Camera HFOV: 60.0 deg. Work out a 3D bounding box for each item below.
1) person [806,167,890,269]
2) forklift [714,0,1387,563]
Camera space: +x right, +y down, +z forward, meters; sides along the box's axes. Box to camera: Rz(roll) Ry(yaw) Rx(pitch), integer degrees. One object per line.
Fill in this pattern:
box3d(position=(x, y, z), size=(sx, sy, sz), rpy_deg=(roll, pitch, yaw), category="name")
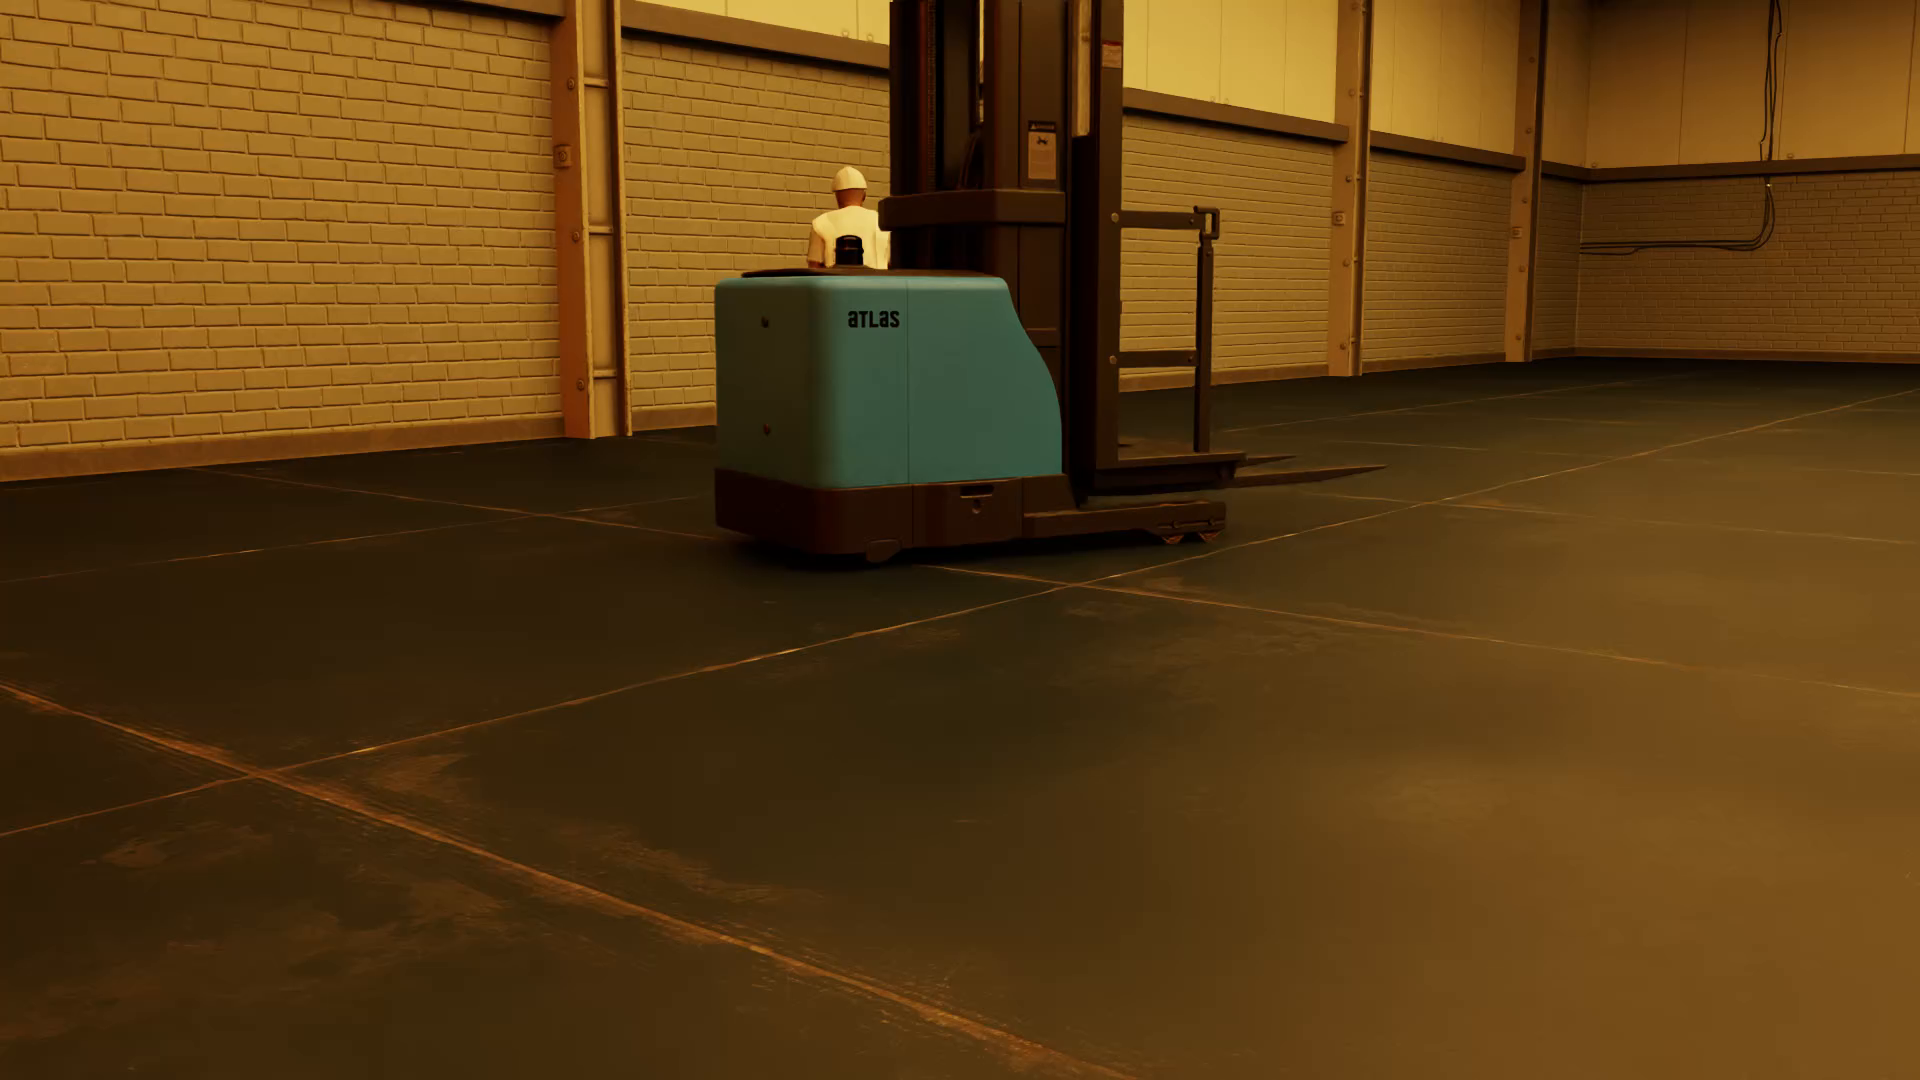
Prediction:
box3d(position=(-0.633, -1.356, 10.063), size=(0.617, 1.772, 0.450), rpy_deg=(-2, 8, -11), category="person")
box3d(position=(0.518, -1.498, 7.022), size=(3.031, 2.935, 1.130), rpy_deg=(-5, 10, -31), category="forklift")
